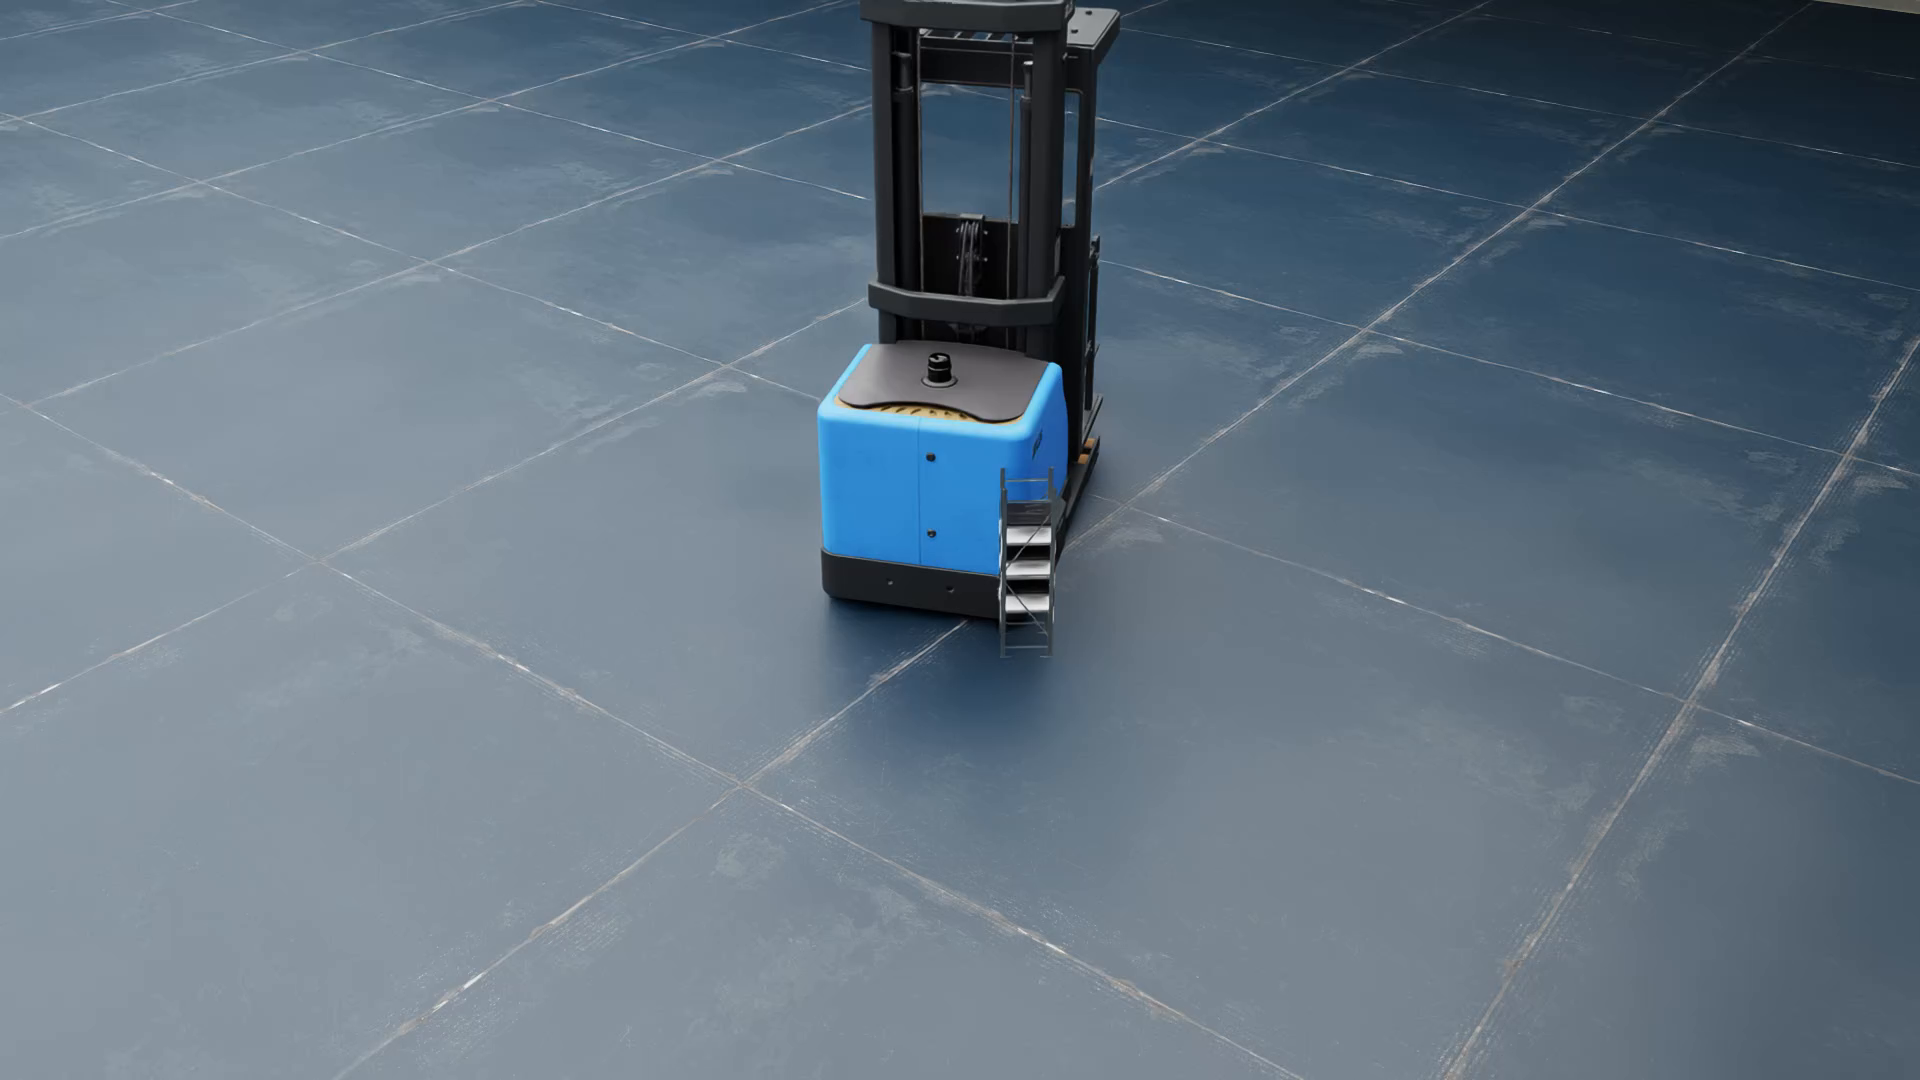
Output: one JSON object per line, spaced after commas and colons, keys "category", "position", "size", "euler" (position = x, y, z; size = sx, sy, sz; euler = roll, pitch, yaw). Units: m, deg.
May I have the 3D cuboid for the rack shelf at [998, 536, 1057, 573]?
{"category": "rack shelf", "position": [0.307, 0.064, 7.645], "size": [0.258, 0.077, 0.200], "euler": [-1, 30, -2]}

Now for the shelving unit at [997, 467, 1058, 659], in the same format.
{"category": "shelving unit", "position": [0.307, 0.113, 7.673], "size": [0.258, 0.900, 0.210], "euler": [-1, 30, -2]}

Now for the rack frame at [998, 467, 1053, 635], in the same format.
{"category": "rack frame", "position": [0.303, 0.063, 7.761], "size": [0.240, 0.900, 0.006], "euler": [-1, 30, -2]}

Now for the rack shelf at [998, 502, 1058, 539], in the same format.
{"category": "rack shelf", "position": [0.306, -0.092, 7.555], "size": [0.258, 0.077, 0.200], "euler": [-1, 30, -2]}

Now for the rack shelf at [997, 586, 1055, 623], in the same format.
{"category": "rack shelf", "position": [0.307, 0.298, 7.779], "size": [0.258, 0.077, 0.200], "euler": [-1, 30, -2]}

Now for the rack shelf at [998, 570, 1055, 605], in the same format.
{"category": "rack shelf", "position": [0.307, 0.220, 7.734], "size": [0.258, 0.077, 0.200], "euler": [-1, 30, -2]}

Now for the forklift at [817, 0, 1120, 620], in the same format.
{"category": "forklift", "position": [0.173, -1.616, 8.601], "size": [1.130, 2.935, 3.031], "euler": [7, 31, 12]}

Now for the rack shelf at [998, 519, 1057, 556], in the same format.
{"category": "rack shelf", "position": [0.306, -0.014, 7.600], "size": [0.258, 0.077, 0.200], "euler": [-1, 30, -2]}

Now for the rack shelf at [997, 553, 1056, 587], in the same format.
{"category": "rack shelf", "position": [0.307, 0.142, 7.690], "size": [0.258, 0.077, 0.200], "euler": [-1, 30, -2]}

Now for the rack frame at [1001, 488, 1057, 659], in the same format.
{"category": "rack frame", "position": [0.310, 0.164, 7.585], "size": [0.240, 0.900, 0.006], "euler": [-1, 30, -2]}
